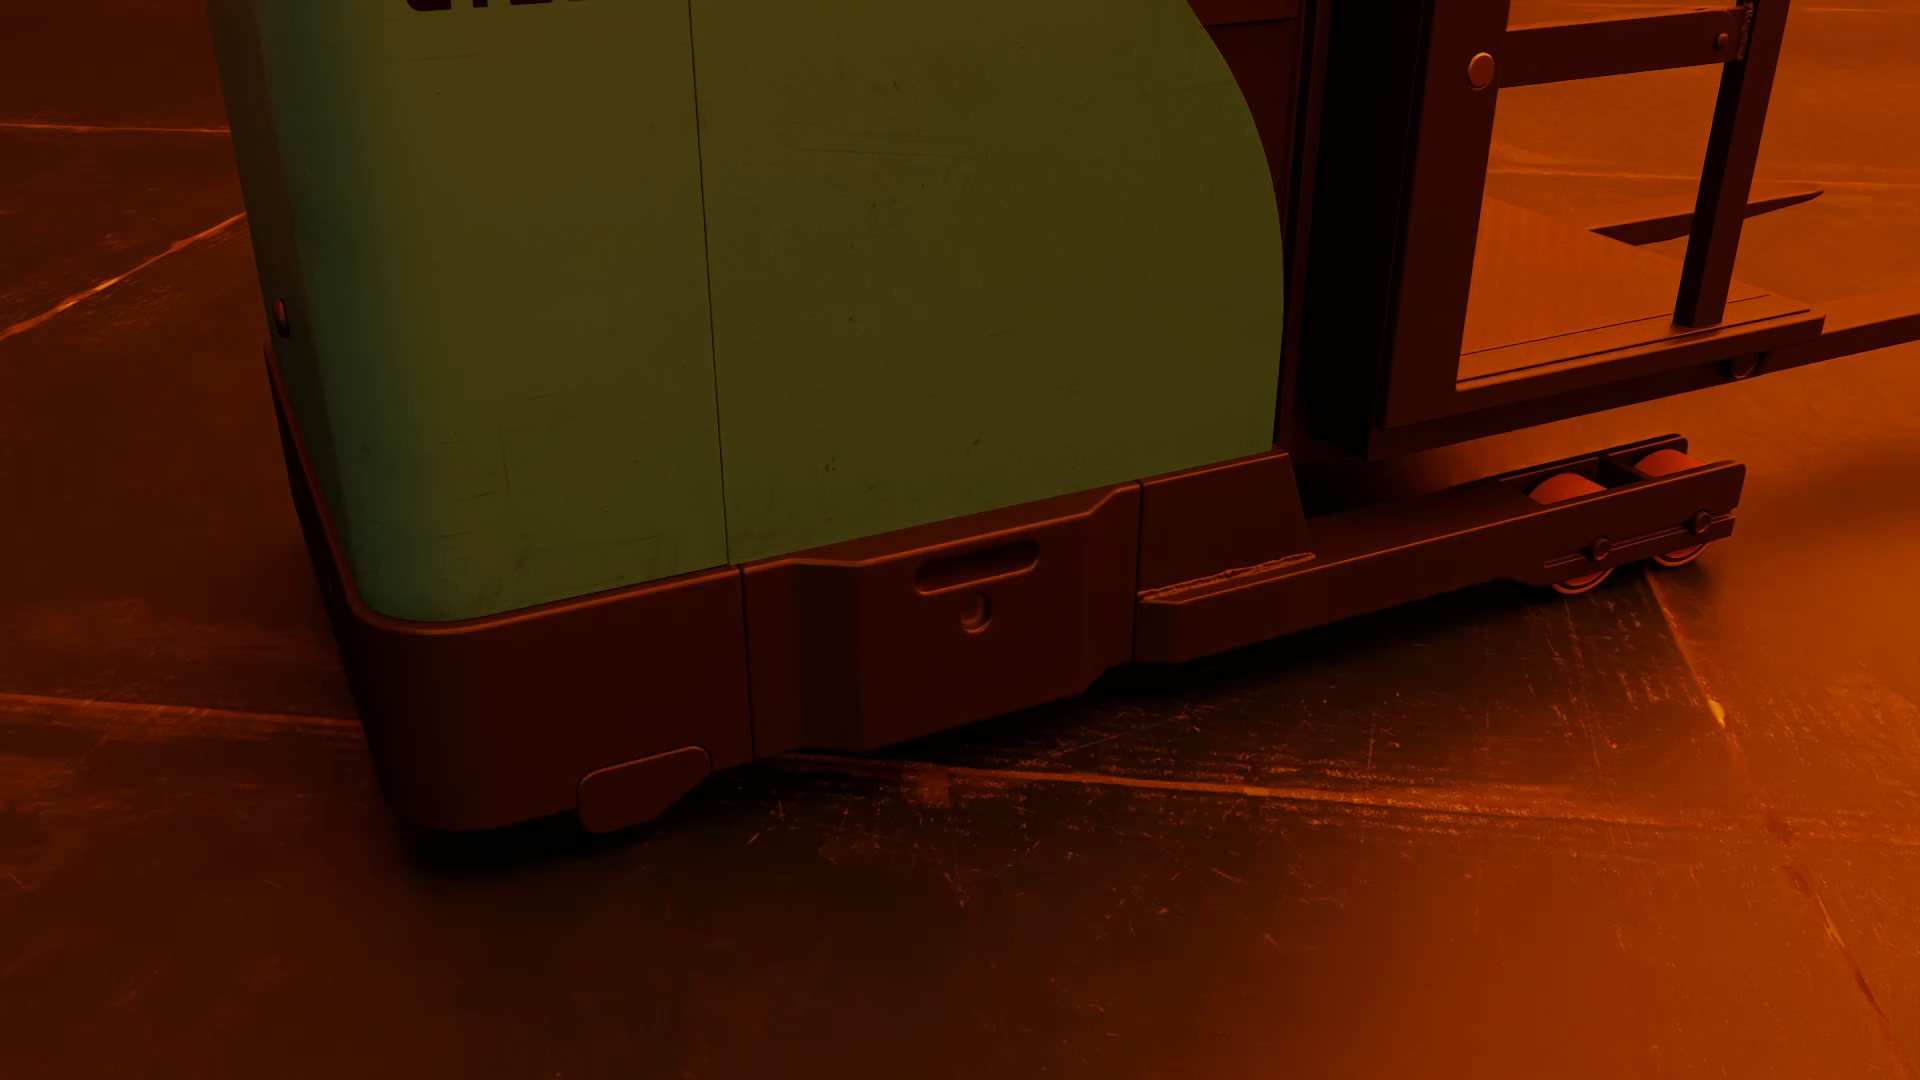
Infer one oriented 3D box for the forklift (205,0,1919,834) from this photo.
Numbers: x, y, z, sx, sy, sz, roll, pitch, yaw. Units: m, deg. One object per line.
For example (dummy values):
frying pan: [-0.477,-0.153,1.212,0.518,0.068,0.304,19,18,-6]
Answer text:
forklift: [0.561,-1.434,2.091,3.031,2.935,1.130,-12,29,-23]
